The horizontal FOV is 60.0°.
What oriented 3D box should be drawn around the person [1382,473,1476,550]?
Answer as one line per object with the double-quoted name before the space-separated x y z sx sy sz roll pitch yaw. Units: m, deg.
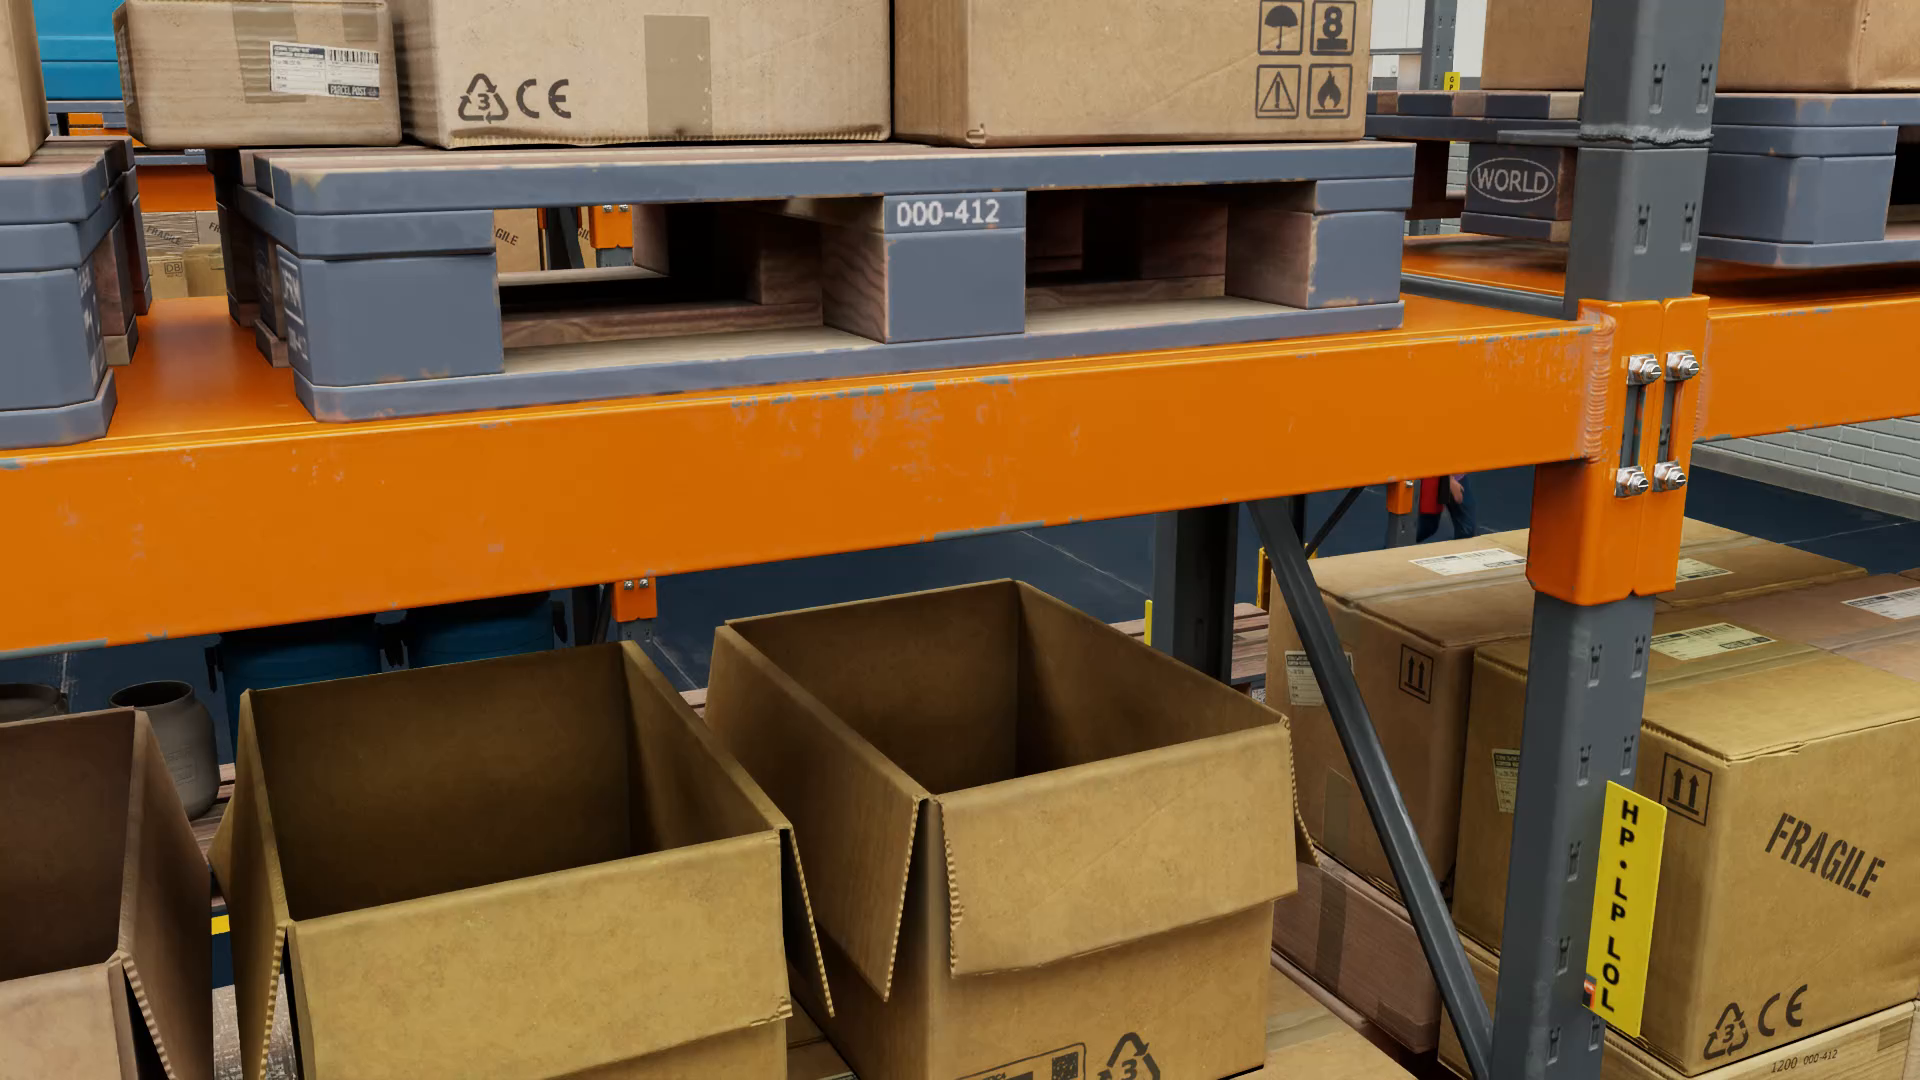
"person" 2.868 -0.372 9.919 0.877 1.531 0.459 15 21 43
